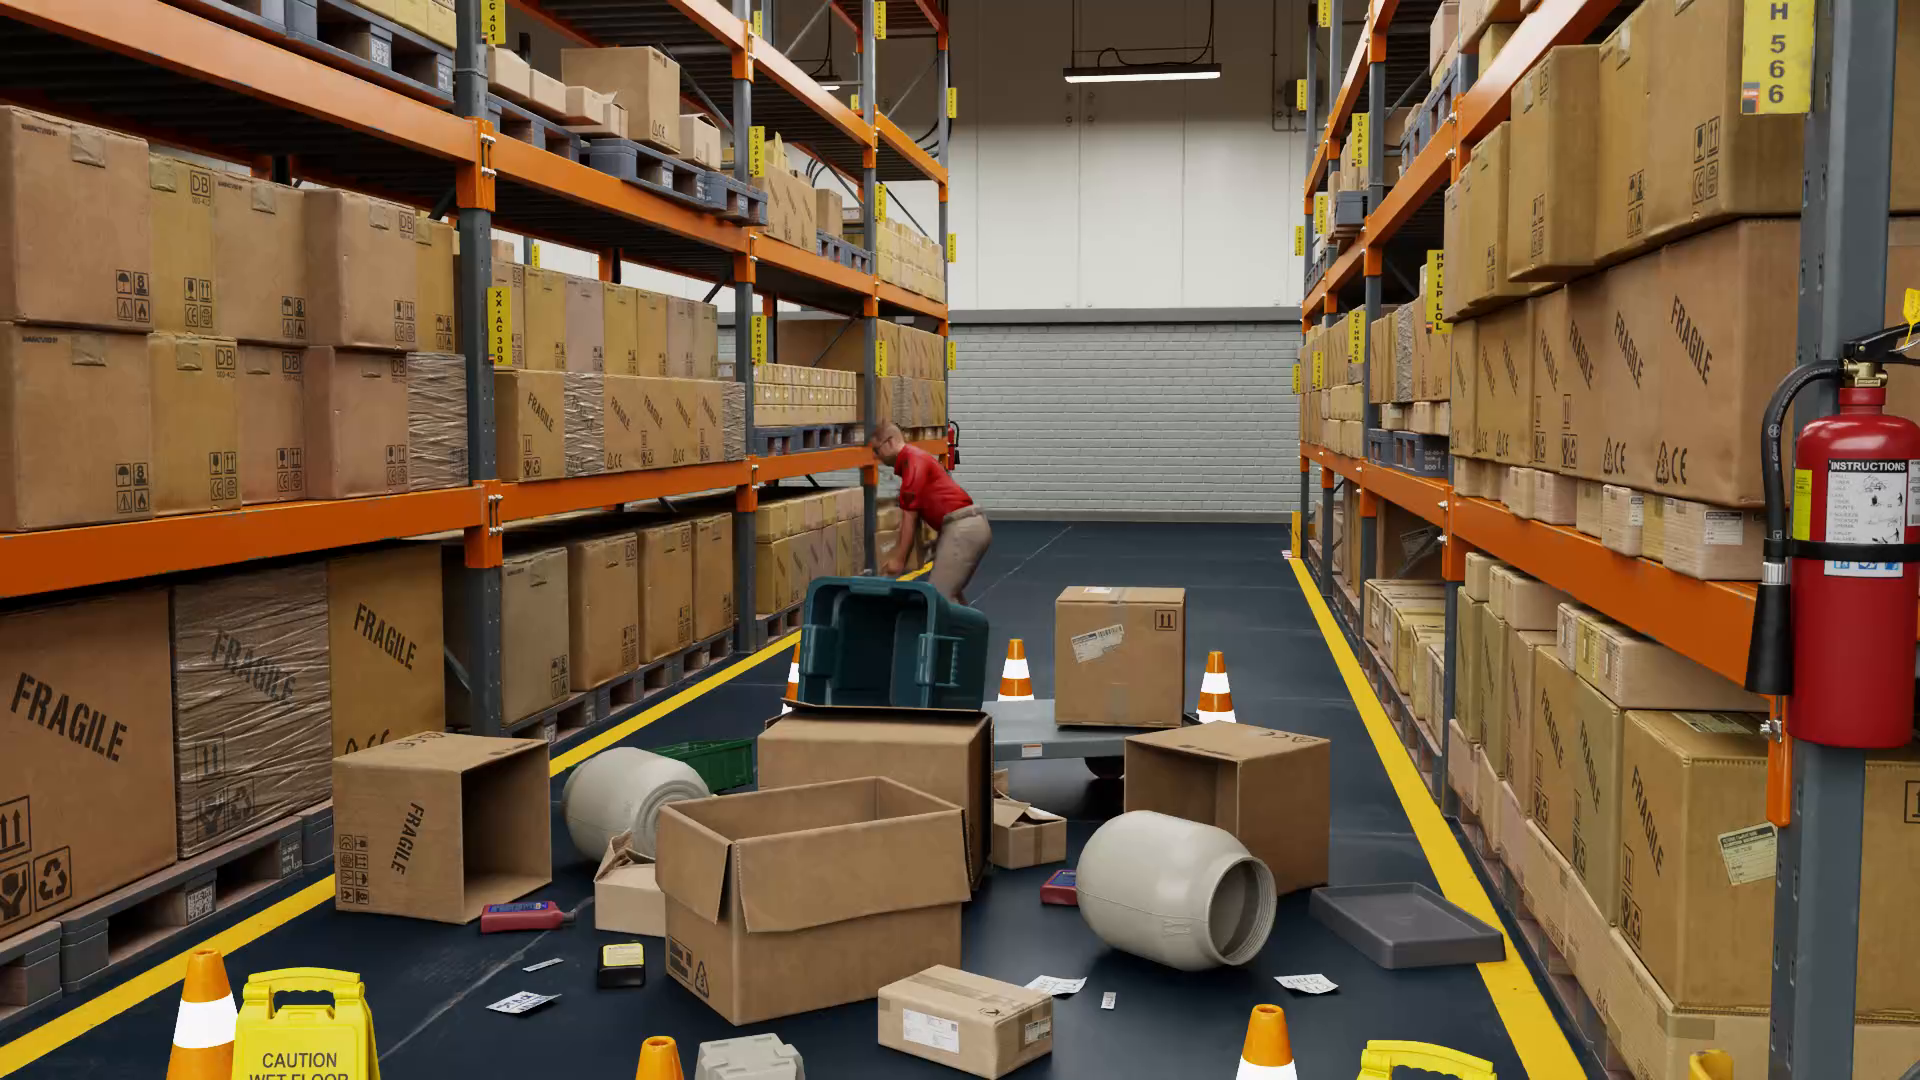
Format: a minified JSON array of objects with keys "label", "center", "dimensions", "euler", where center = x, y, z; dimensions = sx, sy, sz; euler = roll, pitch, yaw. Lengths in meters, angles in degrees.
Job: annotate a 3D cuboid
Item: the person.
[{"label":"person","center":[-0.180,0.057,10.231],"dimensions":[0.733,1.548,0.485],"euler":[1,4,7]}]
